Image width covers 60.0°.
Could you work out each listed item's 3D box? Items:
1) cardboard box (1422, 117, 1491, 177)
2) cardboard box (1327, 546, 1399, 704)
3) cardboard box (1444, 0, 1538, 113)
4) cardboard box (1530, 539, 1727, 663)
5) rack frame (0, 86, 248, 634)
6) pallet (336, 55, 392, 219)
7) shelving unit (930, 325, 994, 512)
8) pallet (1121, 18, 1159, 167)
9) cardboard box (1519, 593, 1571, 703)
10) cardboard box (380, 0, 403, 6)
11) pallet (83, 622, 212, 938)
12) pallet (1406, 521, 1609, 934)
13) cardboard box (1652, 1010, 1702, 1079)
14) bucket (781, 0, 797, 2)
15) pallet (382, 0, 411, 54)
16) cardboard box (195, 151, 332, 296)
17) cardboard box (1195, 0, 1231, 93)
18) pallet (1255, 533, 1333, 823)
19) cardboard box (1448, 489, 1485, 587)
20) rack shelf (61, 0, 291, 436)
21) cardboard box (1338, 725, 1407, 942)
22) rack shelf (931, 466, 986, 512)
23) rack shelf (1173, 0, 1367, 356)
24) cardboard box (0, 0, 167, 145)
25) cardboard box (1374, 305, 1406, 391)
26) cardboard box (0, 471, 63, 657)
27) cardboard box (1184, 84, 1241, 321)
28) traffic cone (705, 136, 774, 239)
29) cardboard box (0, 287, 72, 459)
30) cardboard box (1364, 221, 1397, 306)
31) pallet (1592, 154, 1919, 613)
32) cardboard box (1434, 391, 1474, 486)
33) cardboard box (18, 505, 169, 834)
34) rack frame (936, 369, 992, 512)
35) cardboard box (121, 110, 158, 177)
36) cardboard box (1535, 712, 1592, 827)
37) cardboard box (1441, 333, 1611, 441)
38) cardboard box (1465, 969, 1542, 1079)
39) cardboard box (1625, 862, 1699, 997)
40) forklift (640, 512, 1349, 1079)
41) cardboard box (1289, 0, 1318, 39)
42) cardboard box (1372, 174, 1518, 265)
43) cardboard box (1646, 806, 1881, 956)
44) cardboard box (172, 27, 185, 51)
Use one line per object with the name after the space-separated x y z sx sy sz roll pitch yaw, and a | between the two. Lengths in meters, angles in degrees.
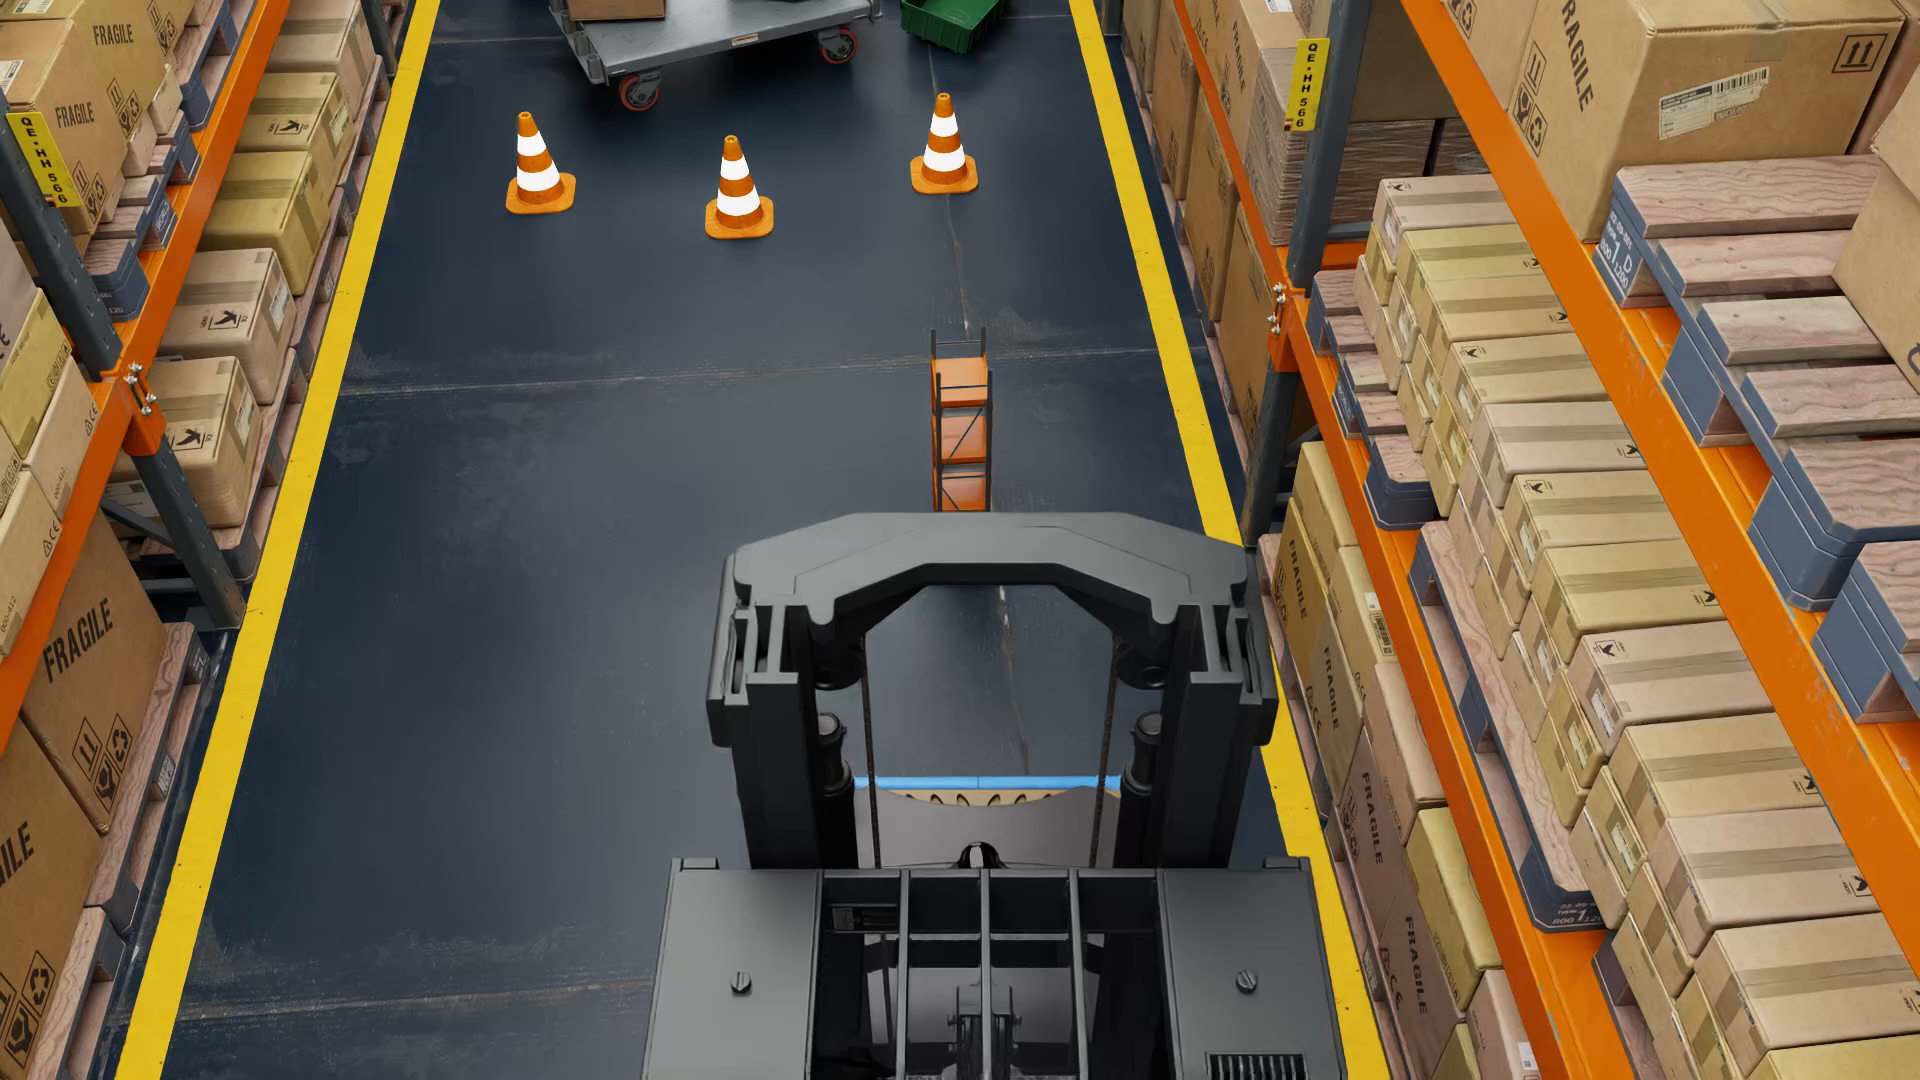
1.876 -1.445 5.984 0.500 0.500 0.500 -3 47 -3 | cardboard box
1.504 0.268 5.346 0.500 0.250 0.500 -4 47 -4 | cardboard box
1.476 -1.345 3.823 0.500 0.500 0.500 -3 47 -3 | cardboard box
1.619 0.145 4.020 0.380 0.149 0.250 -4 47 -4 | cardboard box
-3.279 -0.696 5.343 1.000 3.000 0.127 -3 47 -3 | rack frame
-3.548 -2.068 8.563 1.003 0.211 1.213 -3 47 -3 | pallet
0.004 -0.322 6.332 0.215 1.050 0.252 -3 47 -3 | shelving unit
1.450 -2.451 8.926 1.003 0.211 1.213 -3 47 -3 | pallet
1.621 0.259 4.118 0.380 0.149 0.250 -2 47 -2 | cardboard box
-3.395 -3.232 9.350 0.500 0.250 0.500 -5 47 -5 | cardboard box
-3.288 0.838 5.811 1.003 0.211 1.213 -3 47 -3 | pallet
1.851 0.426 4.413 1.003 0.211 1.213 -3 47 -3 | pallet
1.708 1.123 3.505 0.380 0.149 0.250 -4 47 -3 | cardboard box
-0.999 -3.319 9.035 0.726 0.611 0.620 11 58 10 | bucket
-3.706 -3.115 9.554 1.003 0.211 1.213 -3 47 -3 | pallet
-3.444 -1.428 7.557 0.950 0.372 0.625 -2 47 -2 | cardboard box
1.257 -2.136 6.638 0.500 0.500 0.500 -4 47 -4 | cardboard box
1.709 0.455 6.174 1.003 0.211 1.213 -3 47 -3 | pallet
1.575 -0.015 4.582 0.380 0.149 0.250 -2 47 -2 | cardboard box
-3.447 -1.895 6.975 1.077 0.370 4.000 -3 47 -3 | rack shelf
1.543 0.907 5.257 0.500 0.500 0.500 -5 47 -4 | cardboard box
0.004 -0.124 6.542 0.215 0.259 0.240 -3 47 -3 | rack shelf
1.477 -2.269 7.329 1.077 0.370 4.000 -3 47 -3 | rack shelf
-3.137 -1.693 5.725 0.500 0.500 0.500 -1 47 -1 | cardboard box
1.503 -0.598 5.134 0.380 0.149 0.250 -1 47 -1 | cardboard box
-2.920 0.075 4.717 0.500 0.250 0.500 -3 47 -3 | cardboard box
1.607 -1.519 7.383 1.050 0.750 0.750 -3 47 -3 | cardboard box
-1.095 -1.756 8.095 0.336 0.463 0.334 -3 47 -3 | traffic cone
-2.986 -0.481 4.899 0.500 0.250 0.500 -4 47 -3 | cardboard box
1.485 -0.868 5.185 0.380 0.149 0.250 -2 47 -2 | cardboard box
1.944 -0.346 3.075 1.213 0.211 1.003 -3 47 -3 | pallet
1.557 -0.297 4.644 0.380 0.149 0.250 -3 47 -3 | cardboard box
-3.304 0.395 5.484 0.875 0.875 0.875 -4 47 -4 | cardboard box
0.015 -0.234 6.249 0.200 1.050 0.008 -3 47 -3 | rack frame
-3.088 -1.408 5.901 0.380 0.149 0.250 -6 47 -6 | cardboard box
1.637 0.549 4.048 0.380 0.149 0.250 -2 47 -2 | cardboard box
1.553 -0.423 4.558 0.380 0.149 0.250 -5 47 -5 | cardboard box
1.636 1.385 4.288 0.500 0.250 0.500 -1 47 -1 | cardboard box
1.681 0.820 3.586 0.380 0.149 0.250 -5 47 -5 | cardboard box
0.053 1.464 3.344 1.130 2.935 3.031 0 47 0 | forklift
1.573 -2.139 5.953 0.700 0.500 0.500 -4 47 -4 | cardboard box
1.491 -0.983 5.089 0.380 0.149 0.250 -3 47 -3 | cardboard box
1.686 0.712 3.484 0.380 0.149 0.250 -4 47 -3 | cardboard box
-3.251 -1.979 6.443 0.380 0.149 0.250 -2 47 -2 | cardboard box
